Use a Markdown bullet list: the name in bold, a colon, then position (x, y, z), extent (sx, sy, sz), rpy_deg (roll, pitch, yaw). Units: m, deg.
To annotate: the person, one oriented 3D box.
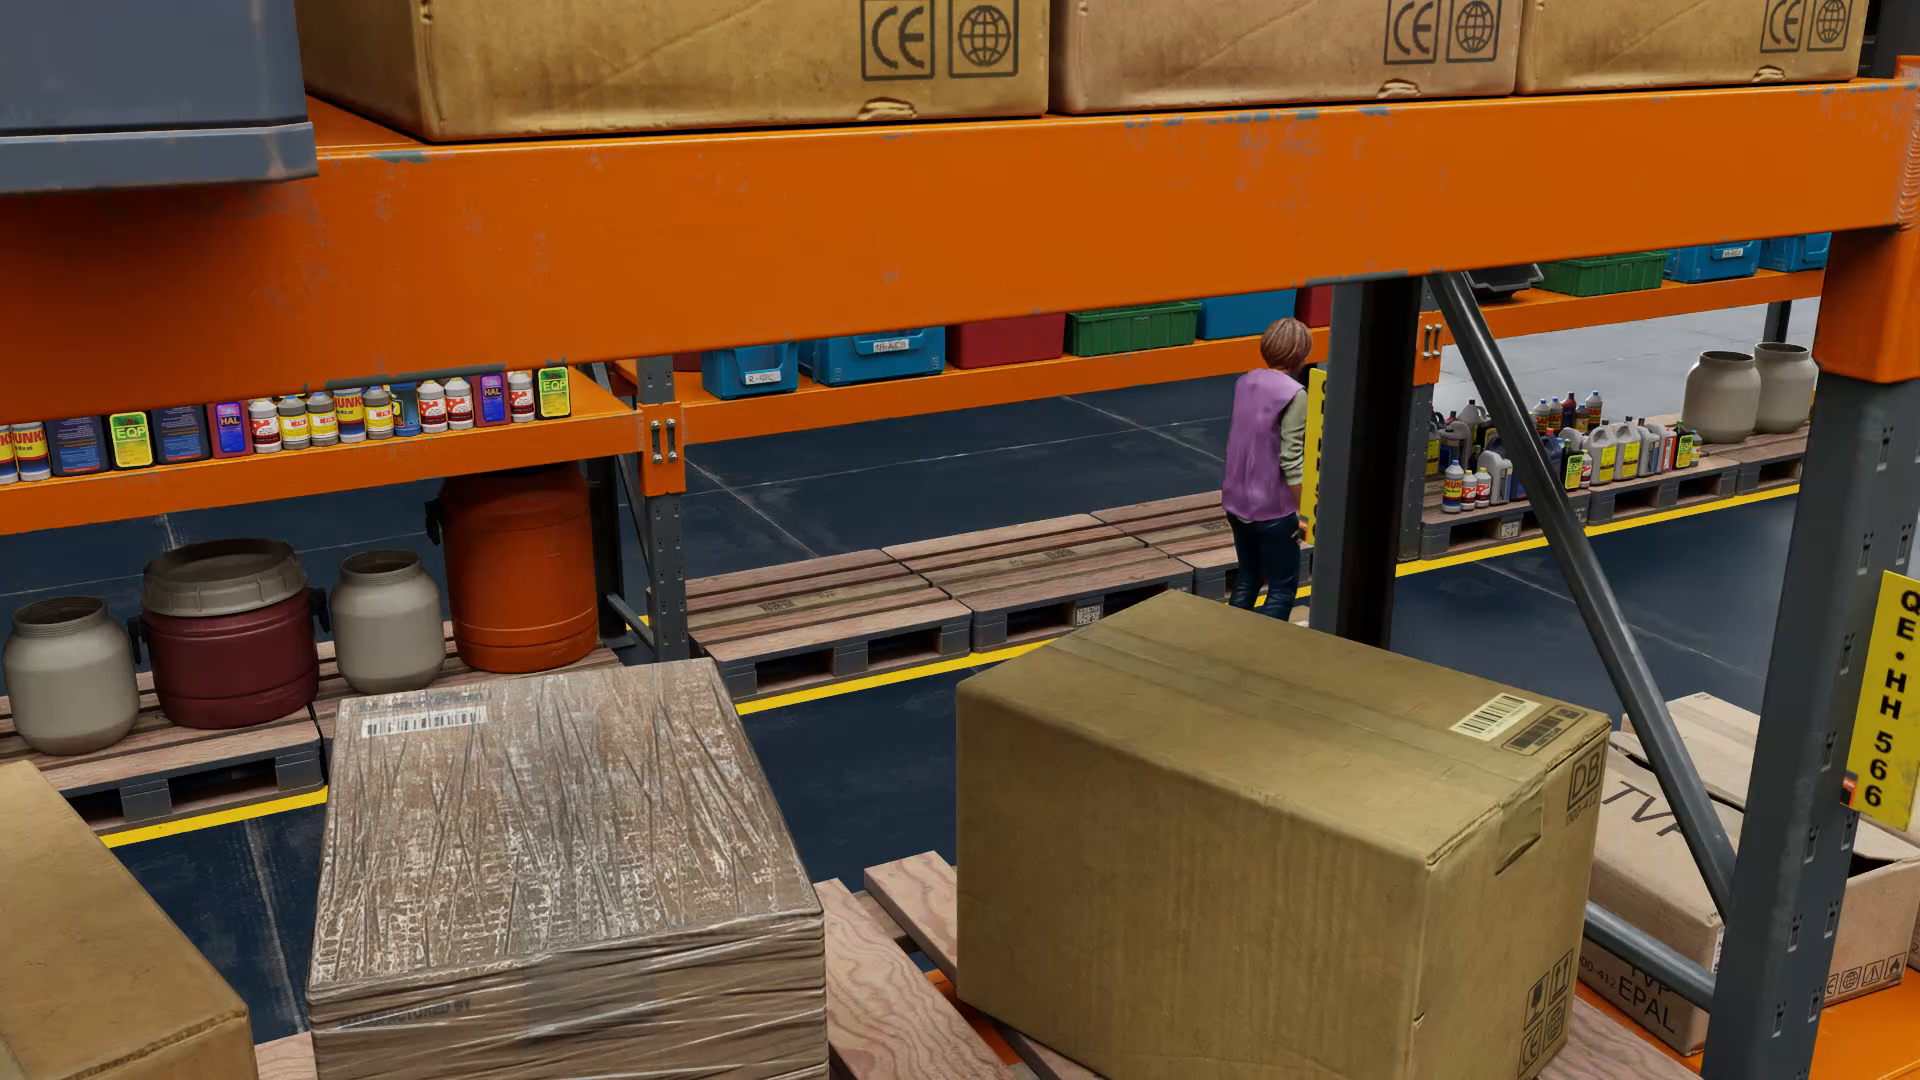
- **person**: position (1.286, -0.134, 6.974), extent (0.344, 1.593, 0.463), rpy_deg (-10, 21, -27)
